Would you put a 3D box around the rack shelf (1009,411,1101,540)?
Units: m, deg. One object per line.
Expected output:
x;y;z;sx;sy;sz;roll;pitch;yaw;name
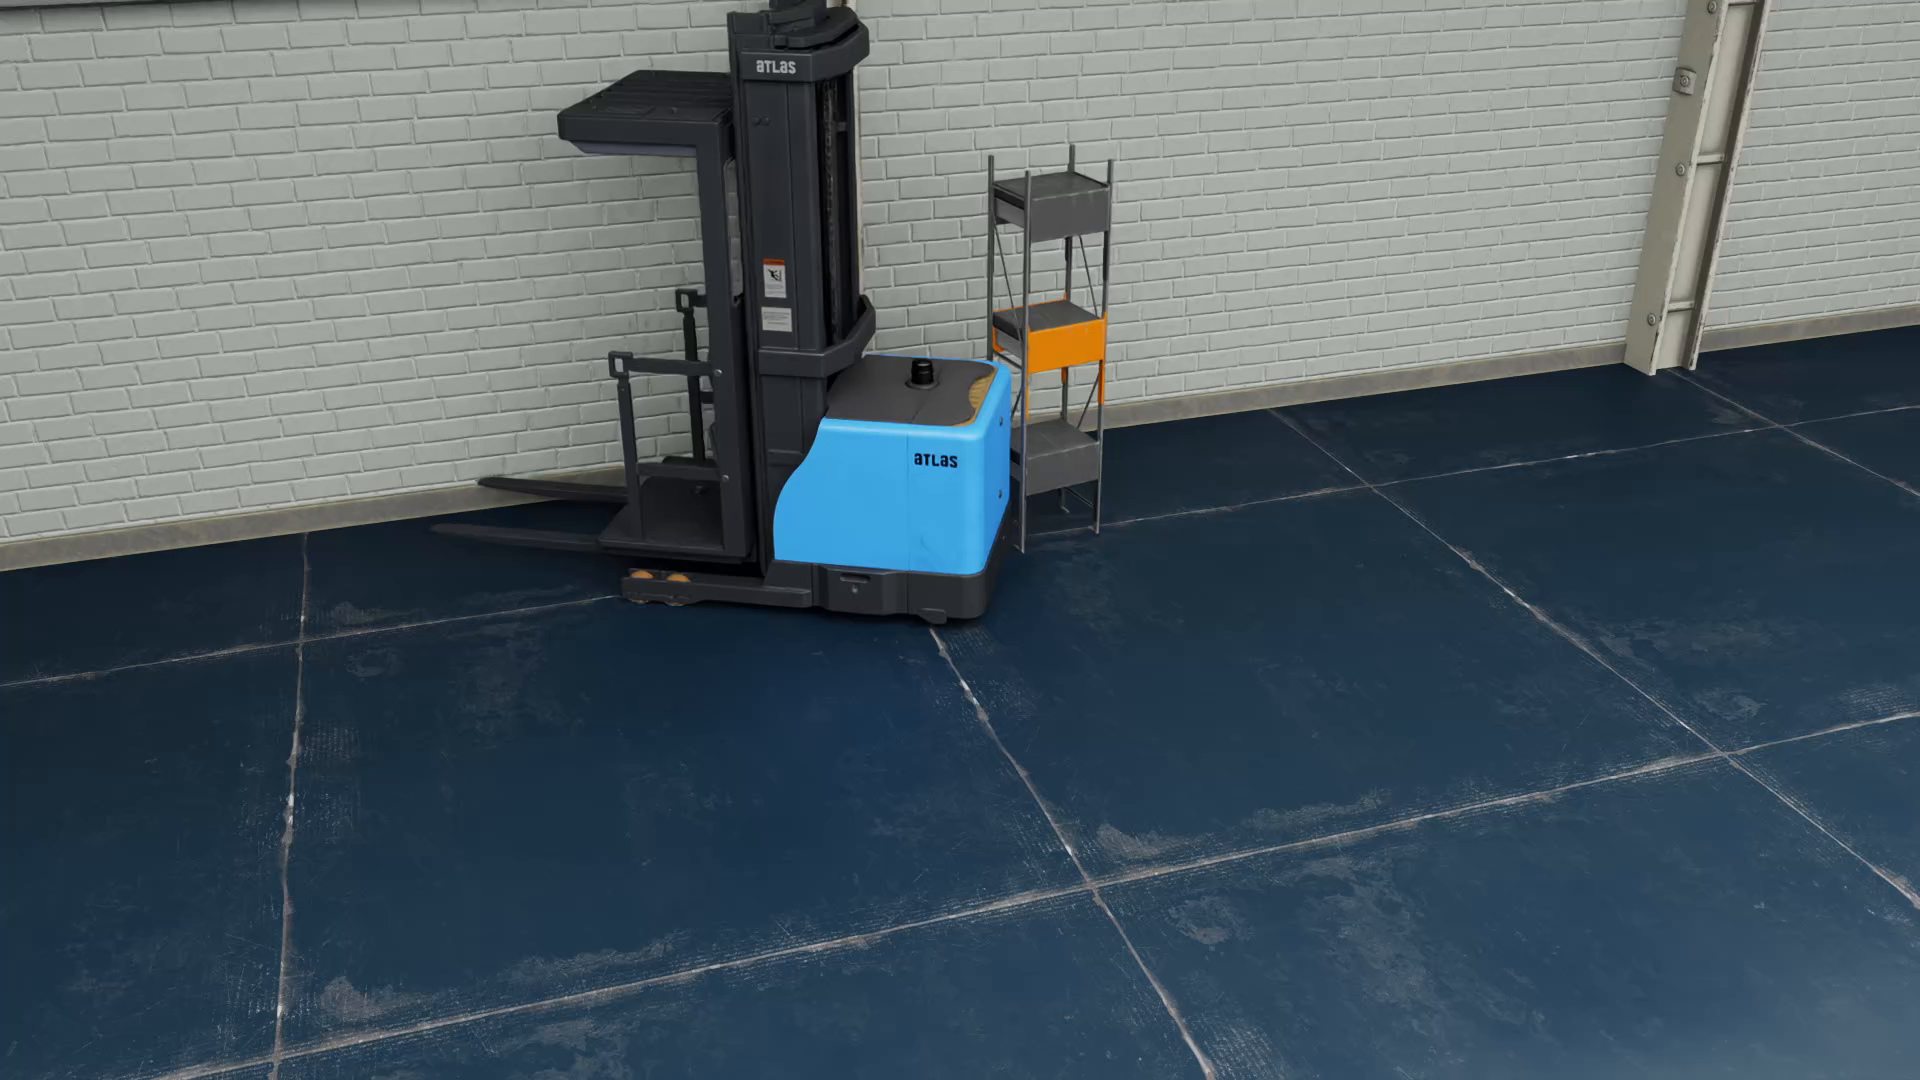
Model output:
0.462;-0.363;9.224;0.480;0.518;0.431;-14;29;-25;rack shelf

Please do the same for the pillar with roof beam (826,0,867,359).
0.556;-2.620;4.407;0.400;9.000;9.100;-8;28;-16;pillar with roof beam

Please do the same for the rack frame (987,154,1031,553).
0.248;-0.950;8.802;0.015;2.100;0.400;-14;29;-25;rack frame

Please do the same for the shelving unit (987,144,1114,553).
0.462;-1.002;8.907;0.503;2.100;0.431;-14;29;-25;shelving unit

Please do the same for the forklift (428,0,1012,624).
-1.287;-1.195;8.361;3.031;2.935;1.130;5;27;9;forklift

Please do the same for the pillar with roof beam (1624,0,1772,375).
6.261;-3.446;6.072;0.400;9.000;9.100;-8;28;-16;pillar with roof beam

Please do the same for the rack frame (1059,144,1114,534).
0.676;-1.054;9.012;0.015;2.100;0.400;-14;29;-25;rack frame

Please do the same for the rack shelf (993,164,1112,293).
0.462;-1.617;8.602;0.480;0.518;0.431;-14;29;-25;rack shelf

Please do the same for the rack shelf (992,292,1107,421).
0.462;-0.990;8.913;0.480;0.518;0.431;-14;29;-25;rack shelf
